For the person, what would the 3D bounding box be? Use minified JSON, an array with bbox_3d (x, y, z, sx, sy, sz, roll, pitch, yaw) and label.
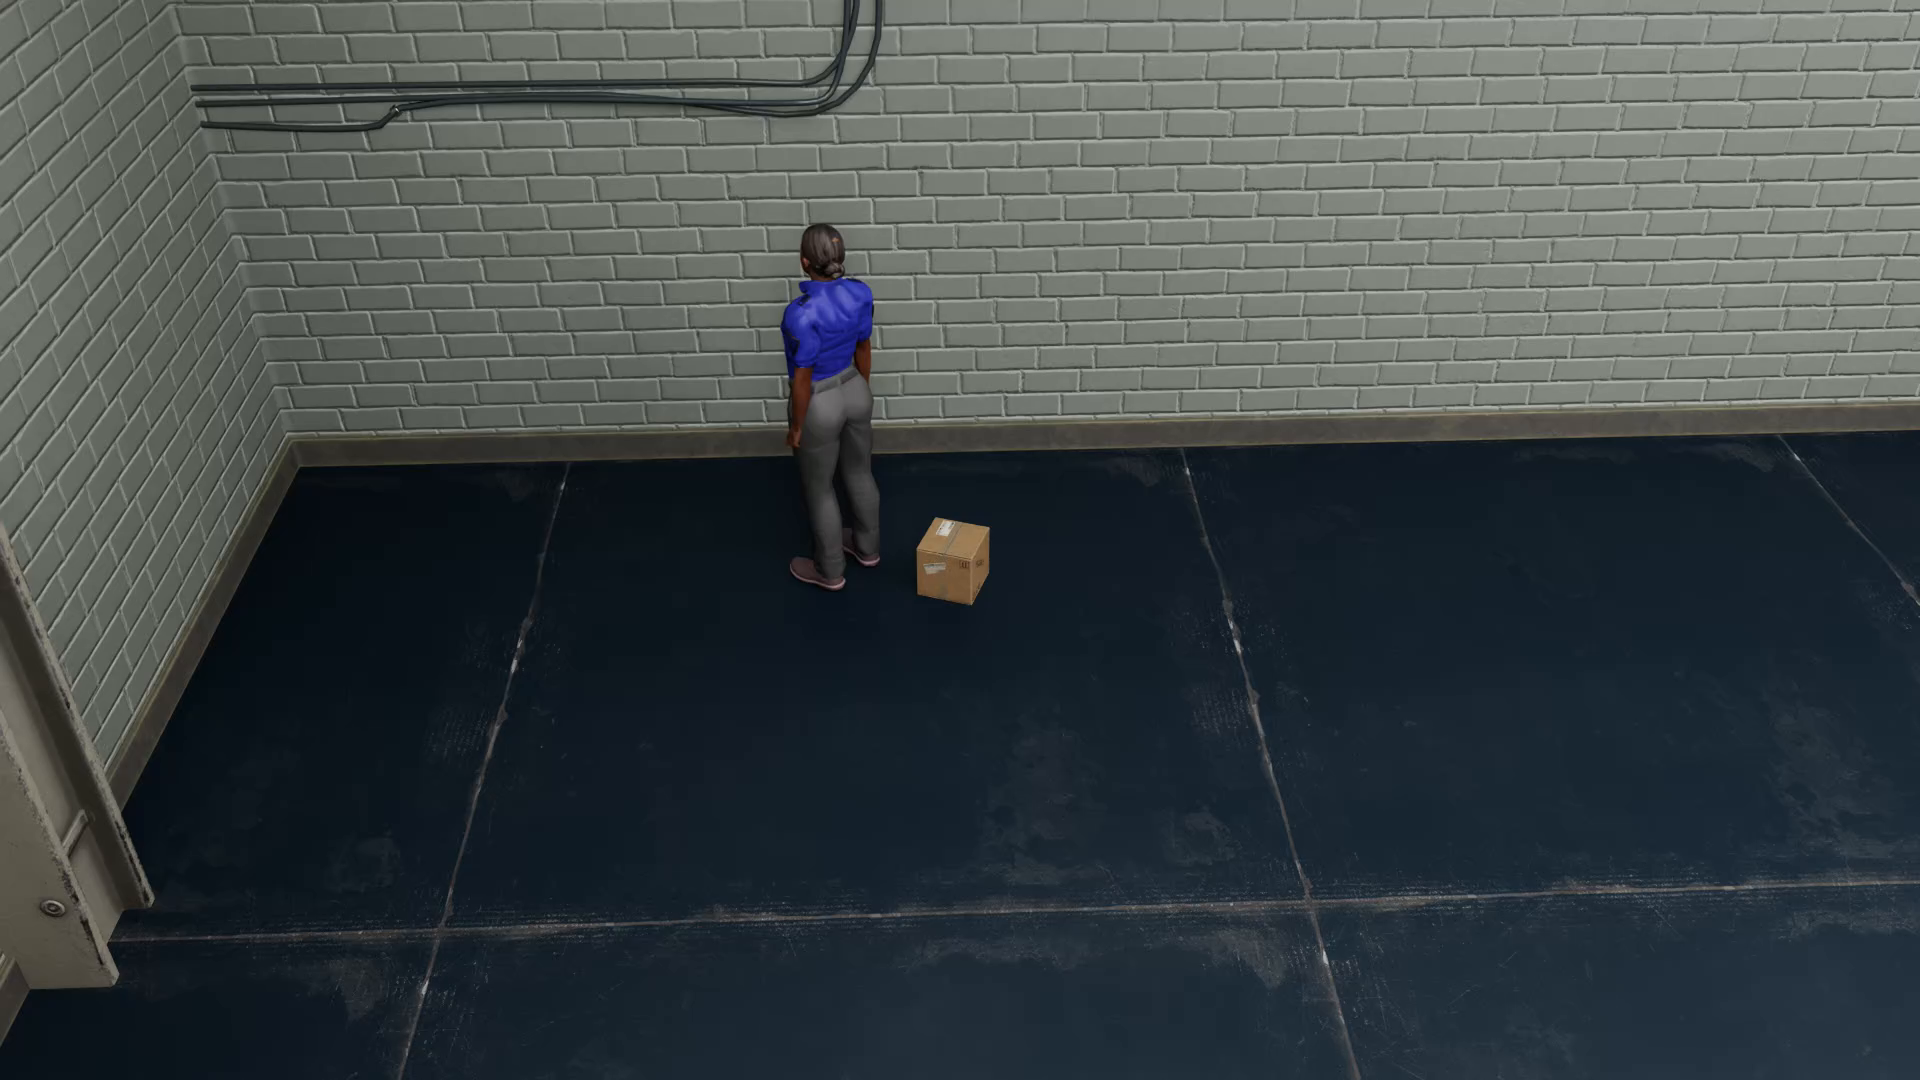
[{"bbox_3d":[-0.550,-0.554,6.925,0.446,1.662,0.324,-30,45,-35],"label":"person"}]
